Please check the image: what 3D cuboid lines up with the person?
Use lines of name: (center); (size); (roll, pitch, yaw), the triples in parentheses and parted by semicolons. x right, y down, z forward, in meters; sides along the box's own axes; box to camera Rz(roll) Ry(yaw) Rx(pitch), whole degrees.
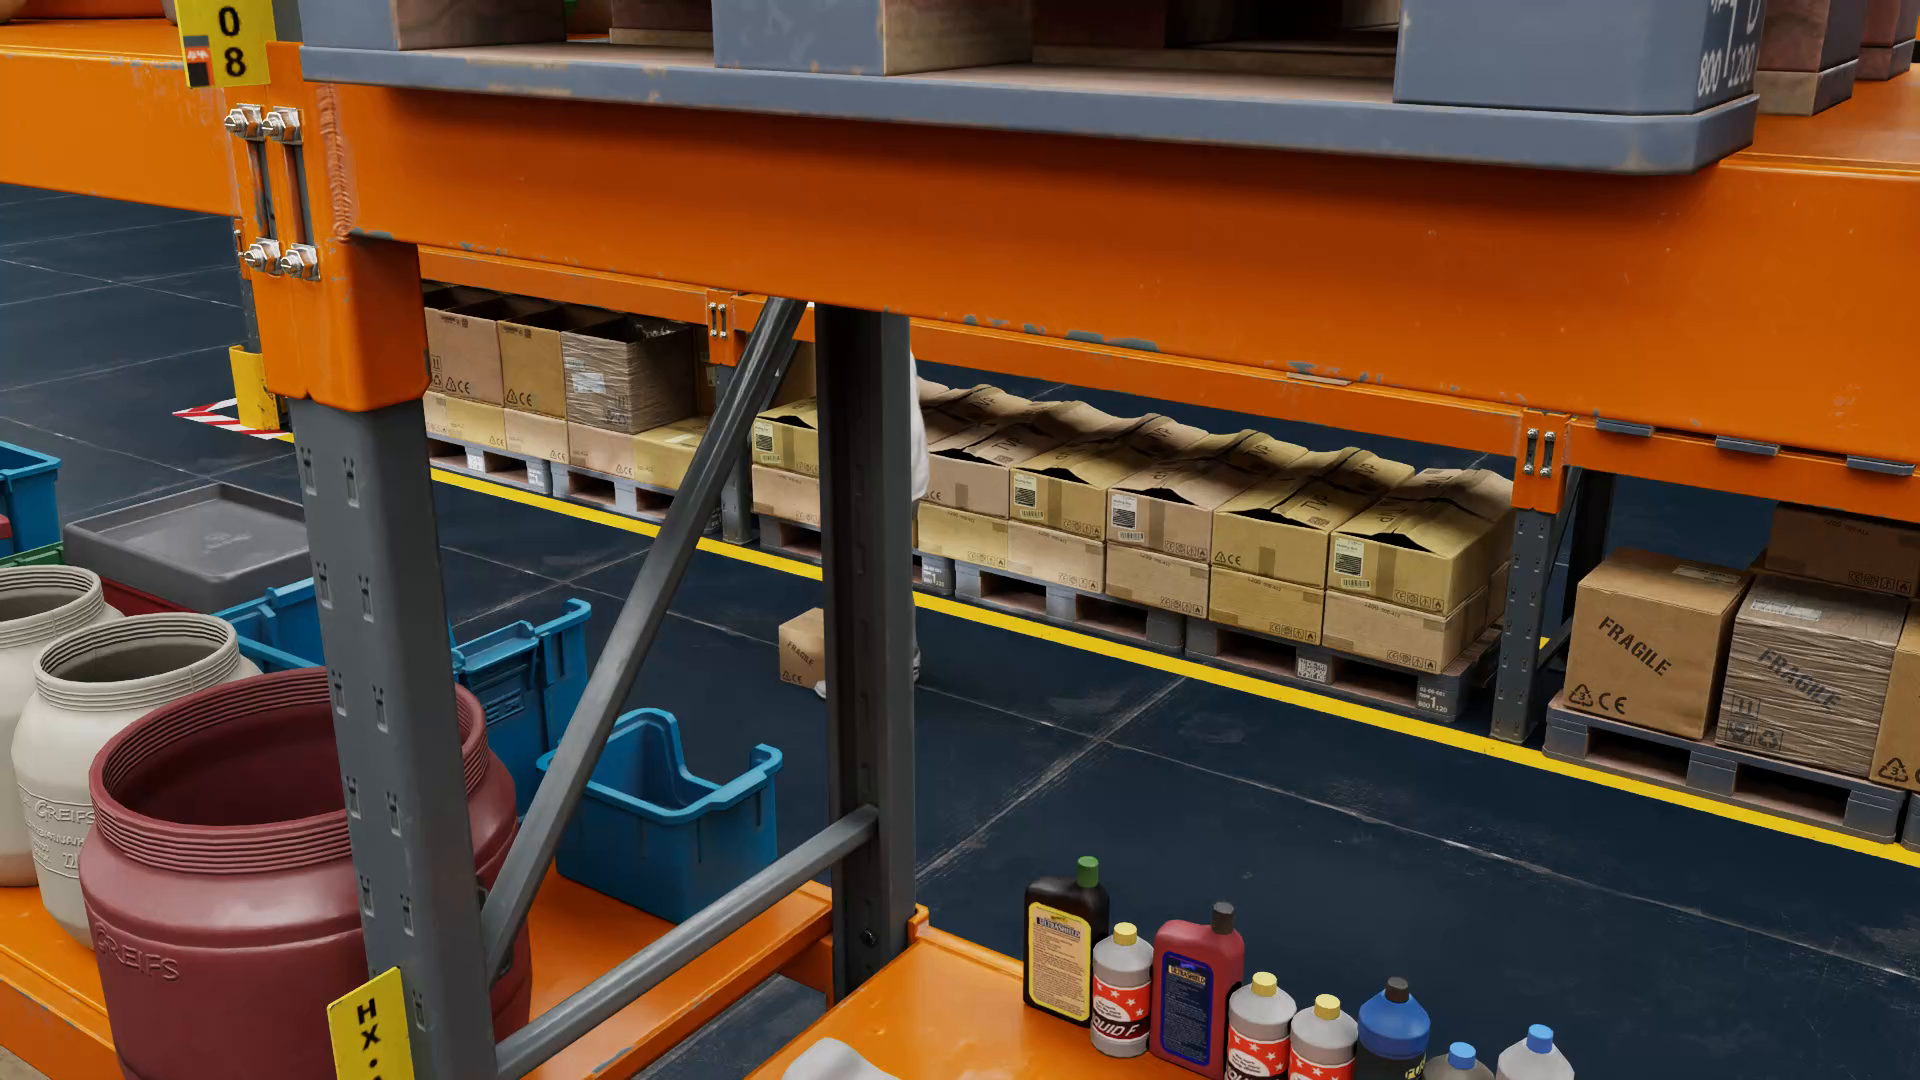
person: (-0.368, -0.203, 6.601); (0.465, 1.771, 0.592); (11, 23, 29)
